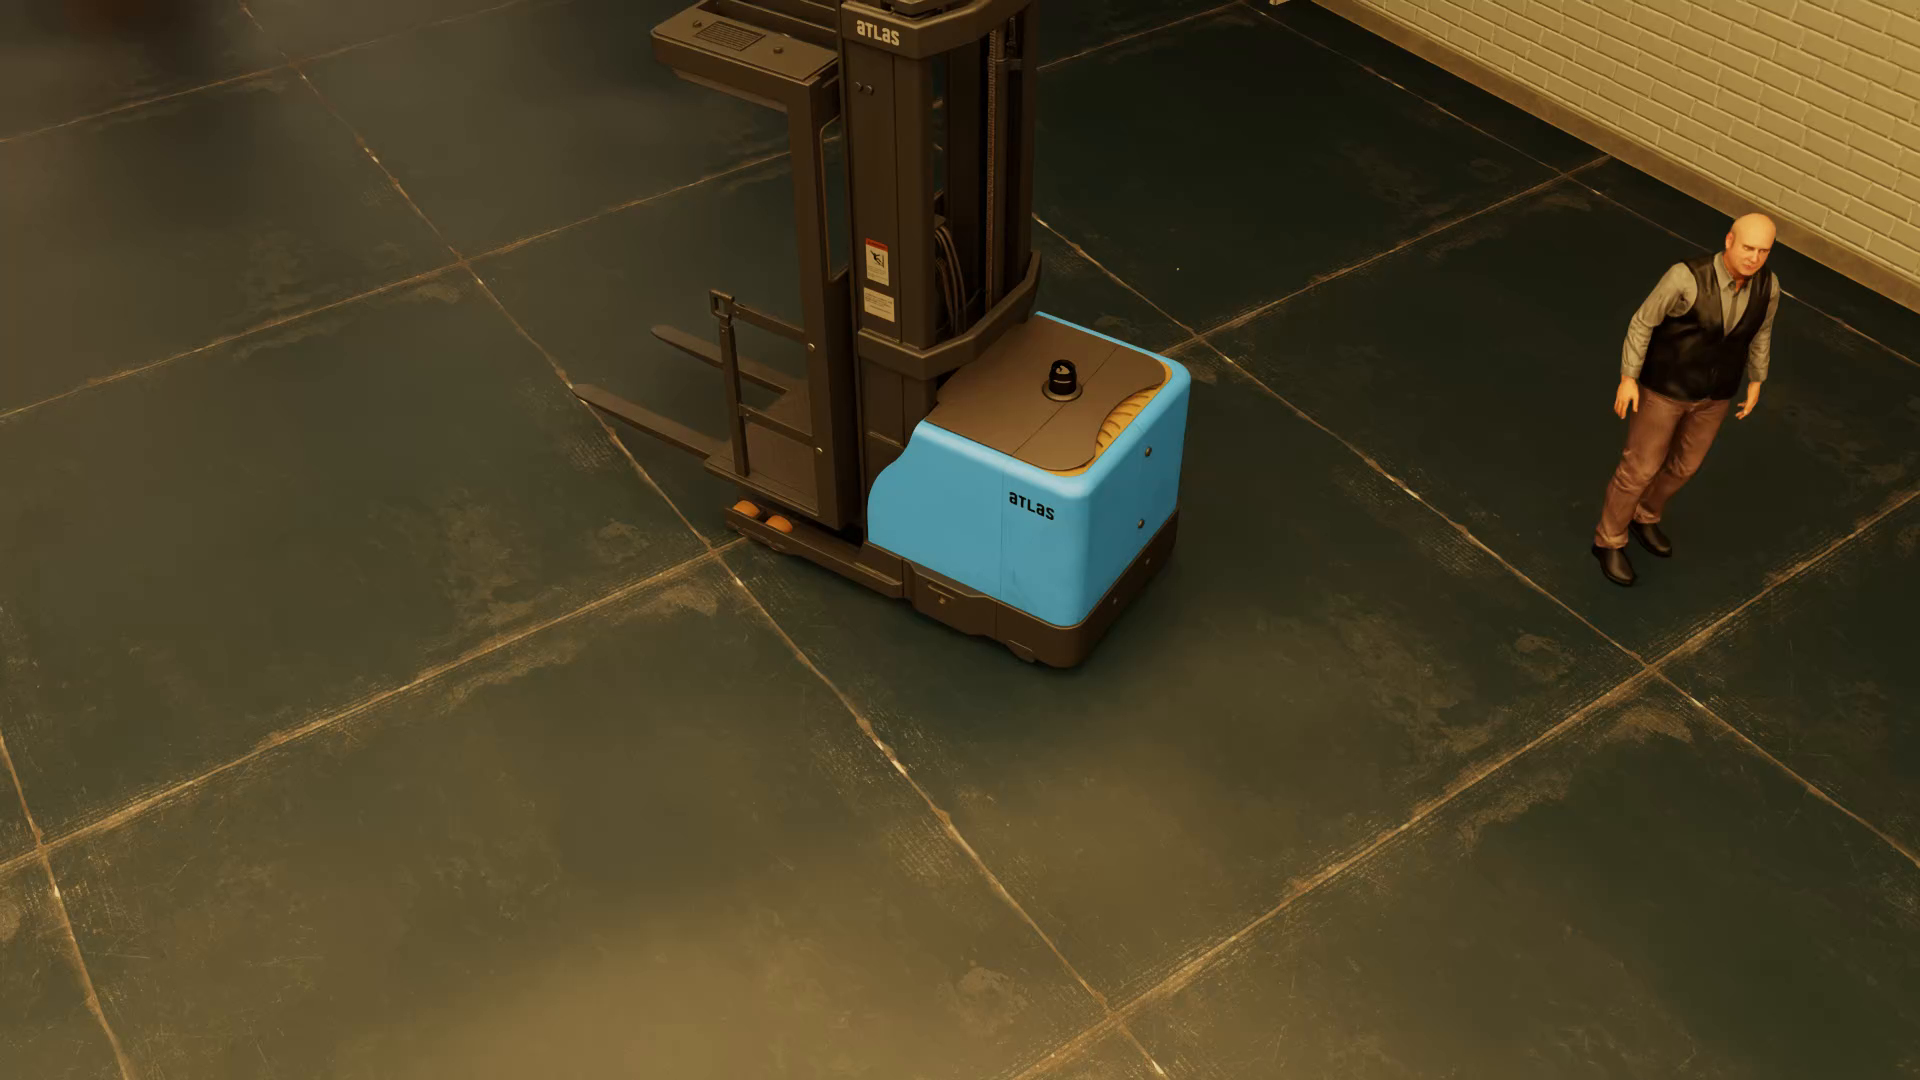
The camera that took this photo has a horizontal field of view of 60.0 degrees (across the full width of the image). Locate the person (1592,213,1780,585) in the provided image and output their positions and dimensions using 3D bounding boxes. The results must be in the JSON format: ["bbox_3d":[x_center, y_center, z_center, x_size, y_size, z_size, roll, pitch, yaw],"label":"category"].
[{"bbox_3d":[3.211,-0.614,7.274,0.679,1.723,0.549,-7,43,-7],"label":"person"}]

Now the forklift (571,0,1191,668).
[{"bbox_3d":[-0.511,-1.302,7.129,3.031,2.935,1.130,24,48,24],"label":"forklift"}]
